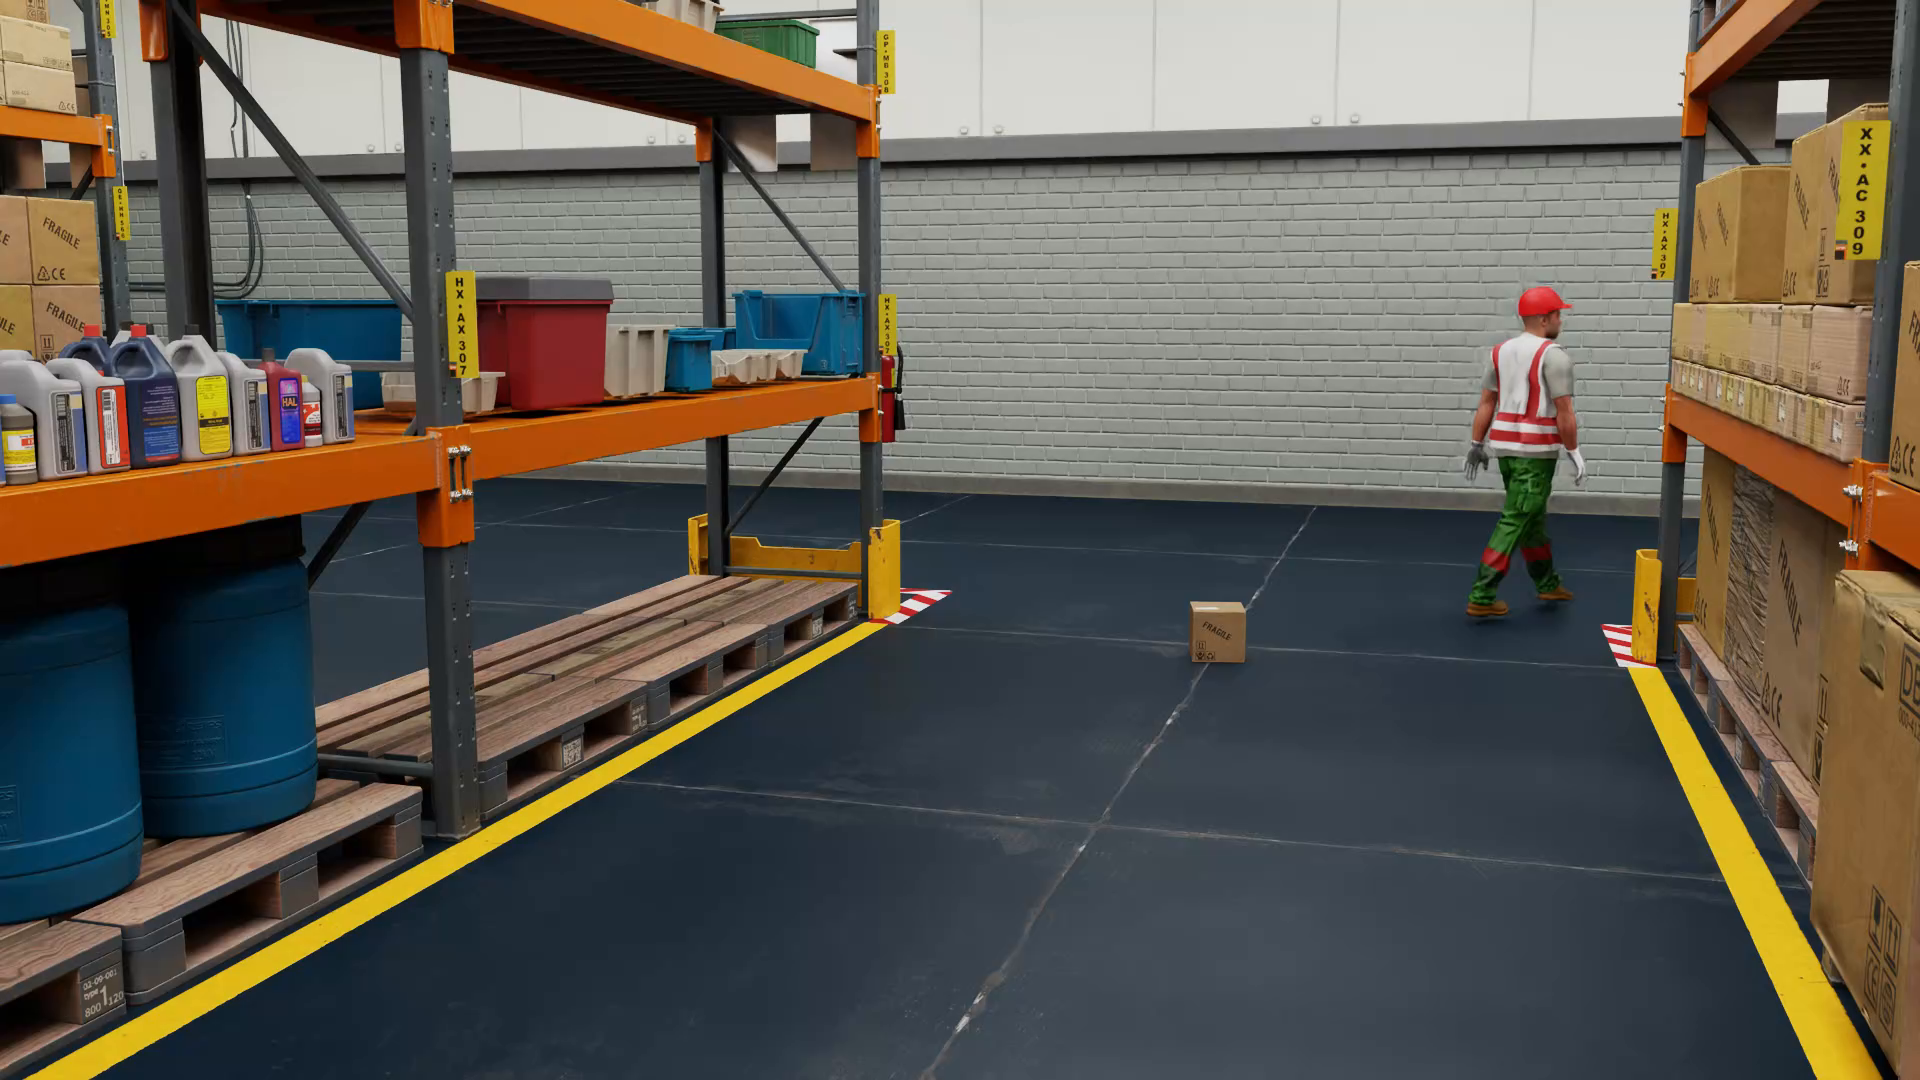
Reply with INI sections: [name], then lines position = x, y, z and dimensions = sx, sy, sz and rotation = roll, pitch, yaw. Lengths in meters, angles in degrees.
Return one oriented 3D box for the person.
[person]
position = 3.121, -0.481, 8.946
dimensions = 0.915, 1.744, 0.614
rotation = -4, 9, -23
